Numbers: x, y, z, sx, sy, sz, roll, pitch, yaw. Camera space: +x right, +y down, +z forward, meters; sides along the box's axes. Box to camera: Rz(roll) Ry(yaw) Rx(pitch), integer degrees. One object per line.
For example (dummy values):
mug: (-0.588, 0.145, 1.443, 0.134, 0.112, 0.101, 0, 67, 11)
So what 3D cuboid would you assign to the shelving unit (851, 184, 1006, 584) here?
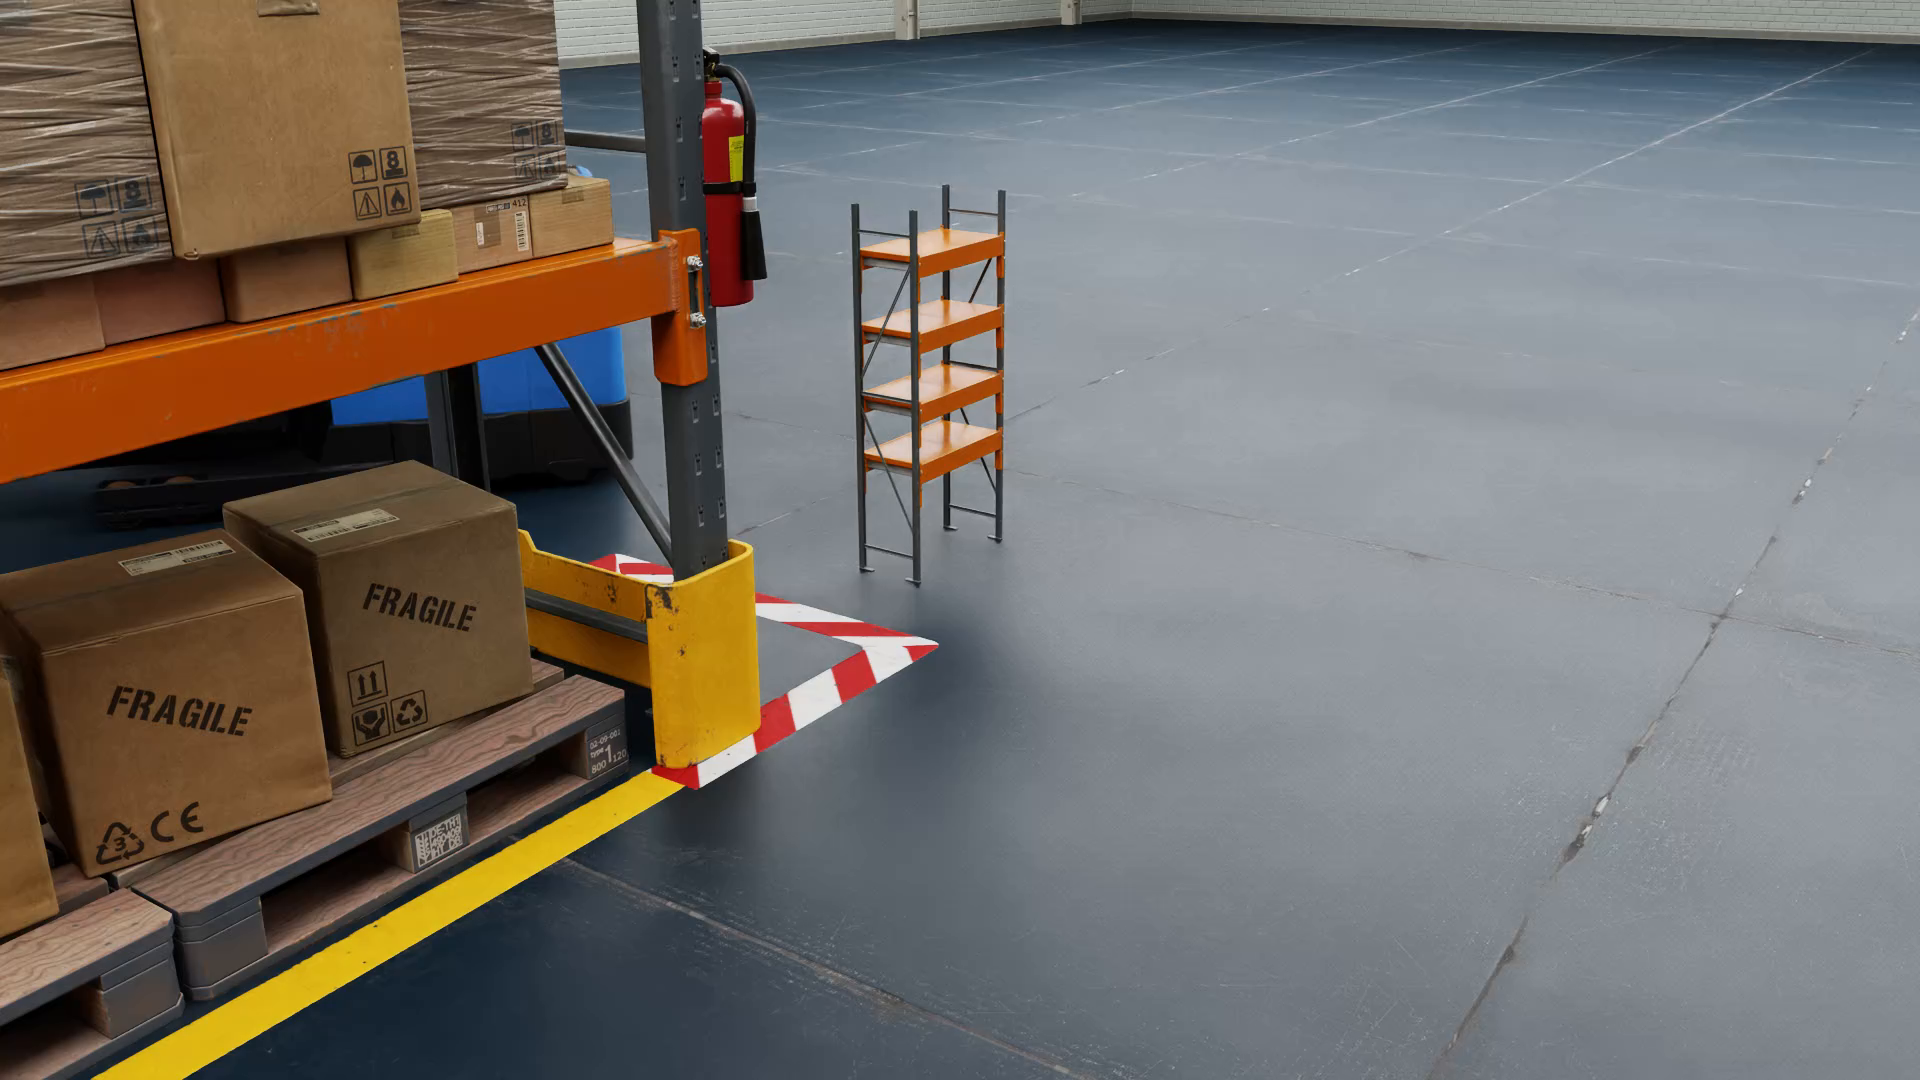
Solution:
shelving unit: (-0.093, -0.515, 5.428, 0.258, 1.200, 0.503, 13, 24, 32)

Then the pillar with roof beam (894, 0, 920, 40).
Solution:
pillar with roof beam: (2.569, -12.741, 27.237, 9.100, 9.000, 0.400, 13, 24, 32)

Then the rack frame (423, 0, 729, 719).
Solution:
rack frame: (-1.042, -1.005, 4.158, 1.000, 3.000, 0.127, 13, 24, 32)

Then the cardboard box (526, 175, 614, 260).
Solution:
cardboard box: (-1.032, -0.765, 3.871, 0.380, 0.149, 0.250, 13, 24, 32)

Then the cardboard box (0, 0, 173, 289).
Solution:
cardboard box: (-1.873, -0.737, 2.860, 0.875, 0.500, 0.500, 13, 24, 32)

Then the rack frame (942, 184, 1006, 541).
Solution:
rack frame: (0.044, -0.585, 5.618, 0.240, 1.200, 0.015, 13, 24, 32)

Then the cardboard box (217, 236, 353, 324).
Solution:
cardboard box: (-1.424, -0.543, 3.271, 0.380, 0.149, 0.250, 13, 24, 32)

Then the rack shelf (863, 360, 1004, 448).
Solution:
rack shelf: (-0.093, -0.452, 5.452, 0.258, 0.148, 0.480, 13, 24, 32)

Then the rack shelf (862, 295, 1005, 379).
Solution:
rack shelf: (-0.093, -0.662, 5.374, 0.258, 0.148, 0.480, 13, 24, 32)

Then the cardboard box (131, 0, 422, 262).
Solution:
cardboard box: (-1.556, -0.872, 3.225, 0.875, 0.500, 0.500, 13, 24, 32)

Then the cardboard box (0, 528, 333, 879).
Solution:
cardboard box: (-1.715, 0.325, 3.561, 0.500, 0.500, 0.500, -17, 26, -38)

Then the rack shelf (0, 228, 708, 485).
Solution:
rack shelf: (-2.167, -0.094, 2.731, 1.077, 0.370, 4.000, 13, 24, 32)

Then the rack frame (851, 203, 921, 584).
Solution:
rack frame: (-0.230, -0.445, 5.239, 0.240, 1.200, 0.015, 13, 24, 32)

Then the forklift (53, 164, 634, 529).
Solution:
forklift: (-2.833, -1.617, 5.913, 3.031, 2.935, 1.130, -6, 21, -16)

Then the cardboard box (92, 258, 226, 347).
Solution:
cardboard box: (-1.599, -0.479, 3.099, 0.380, 0.149, 0.250, 13, 24, 32)

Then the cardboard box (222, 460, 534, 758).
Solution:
cardboard box: (-1.407, 0.147, 4.043, 0.500, 0.500, 0.500, 19, 28, 42)

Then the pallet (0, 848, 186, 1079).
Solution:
pallet: (-2.257, 0.900, 3.028, 1.003, 0.211, 1.213, 13, 24, 32)

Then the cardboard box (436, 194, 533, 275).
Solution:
cardboard box: (-1.173, -0.693, 3.678, 0.380, 0.149, 0.250, 13, 24, 32)

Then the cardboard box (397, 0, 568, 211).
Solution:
cardboard box: (-1.374, -1.039, 3.676, 0.875, 0.500, 0.500, 13, 24, 32)

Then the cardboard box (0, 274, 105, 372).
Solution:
cardboard box: (-1.721, -0.403, 2.893, 0.380, 0.149, 0.250, 13, 24, 32)

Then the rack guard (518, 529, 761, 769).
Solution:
rack guard: (-1.085, 0.189, 4.532, 1.175, 0.500, 0.348, 13, 24, 32)

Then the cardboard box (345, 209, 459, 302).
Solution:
cardboard box: (-1.271, -0.612, 3.457, 0.380, 0.149, 0.250, 13, 24, 32)

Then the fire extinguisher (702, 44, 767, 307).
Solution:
fire extinguisher: (-0.597, -0.911, 4.017, 0.296, 0.674, 0.183, 13, 24, 32)

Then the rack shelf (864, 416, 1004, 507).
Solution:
rack shelf: (-0.093, -0.266, 5.521, 0.258, 0.148, 0.480, 13, 24, 32)

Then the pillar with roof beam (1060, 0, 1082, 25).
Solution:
pillar with roof beam: (5.942, -14.462, 31.891, 9.100, 9.000, 0.400, 13, 24, 32)

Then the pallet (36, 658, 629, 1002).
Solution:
pallet: (-1.571, 0.551, 3.971, 1.003, 0.211, 1.213, 13, 24, 32)

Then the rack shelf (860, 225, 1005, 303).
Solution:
rack shelf: (-0.093, -0.884, 5.292, 0.258, 0.148, 0.480, 13, 24, 32)

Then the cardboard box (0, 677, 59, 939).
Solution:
cardboard box: (-2.083, 0.501, 3.085, 0.500, 0.500, 0.500, 16, 26, 37)
